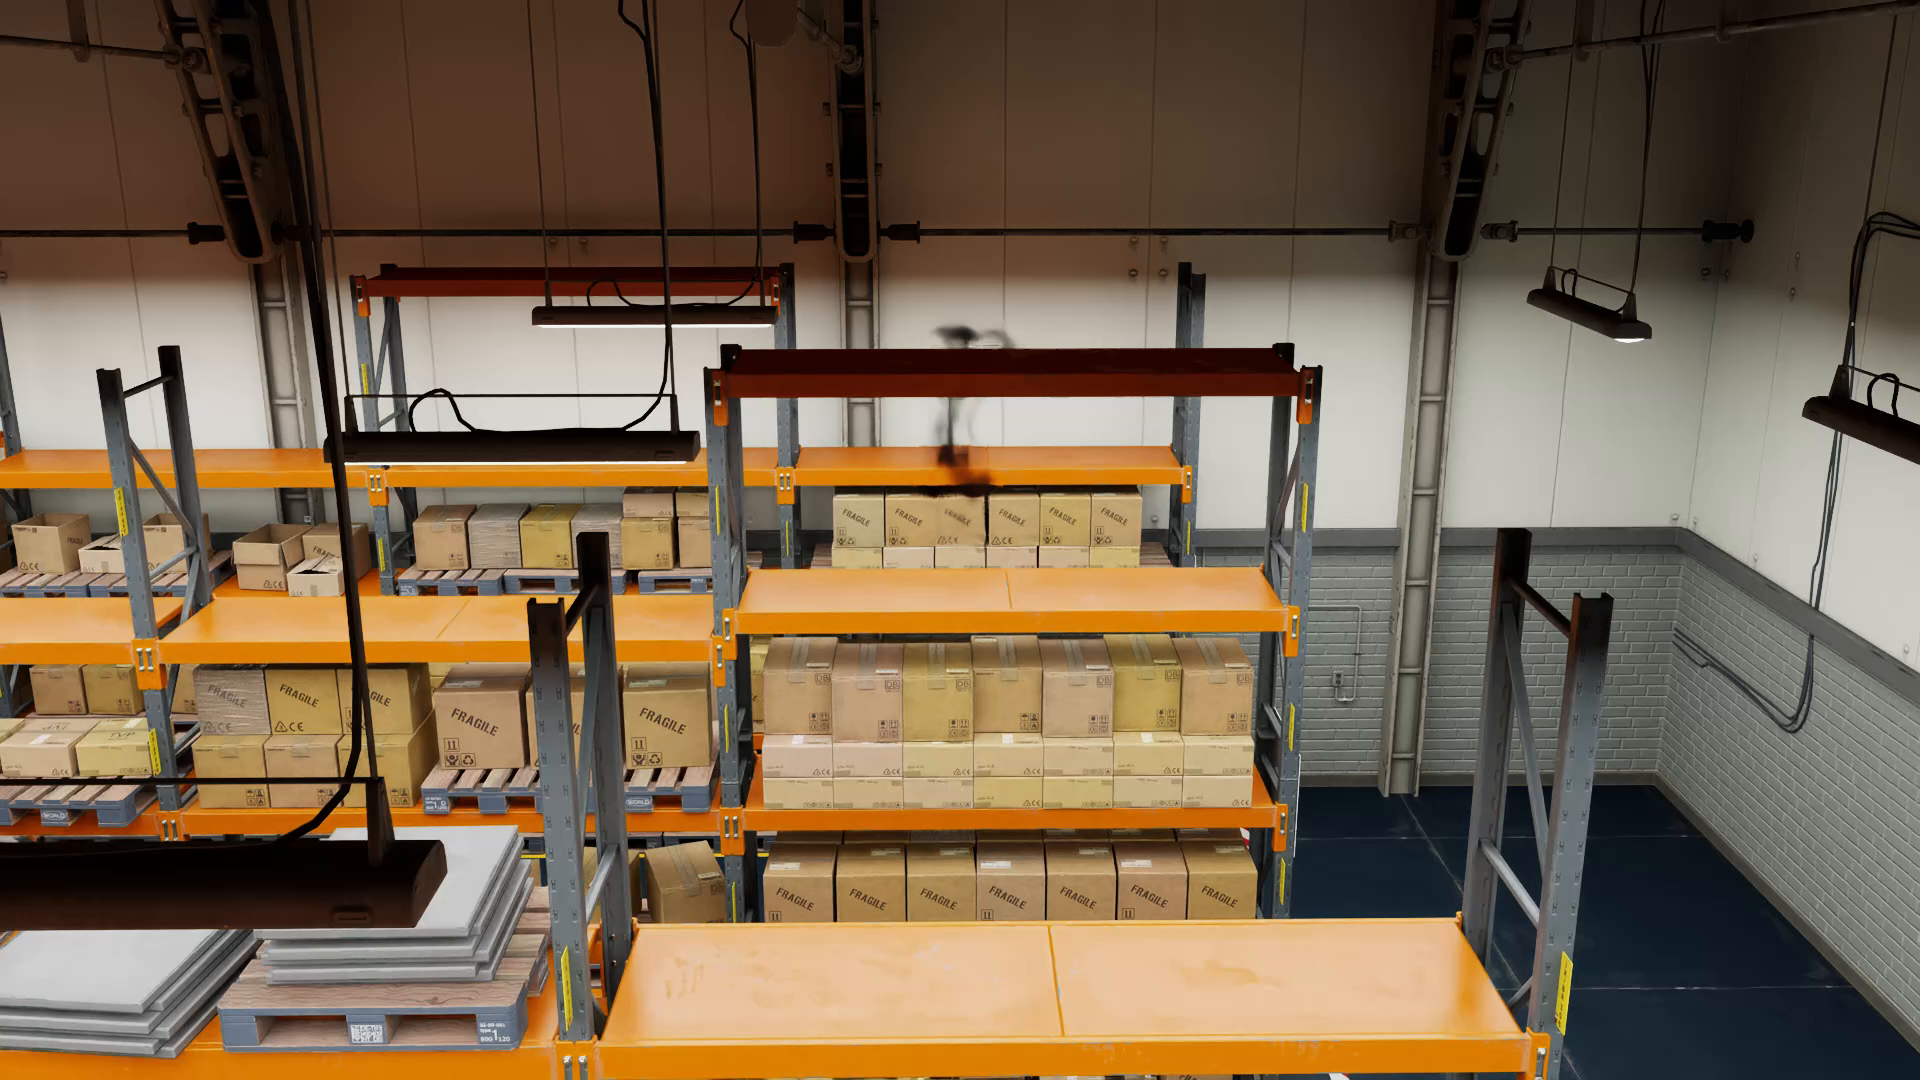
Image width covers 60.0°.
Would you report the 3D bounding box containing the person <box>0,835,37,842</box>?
[{"bbox_3d":[-8.656,3.100,15.124,0.683,1.593,0.553,-4,17,-14],"label":"person"}]
